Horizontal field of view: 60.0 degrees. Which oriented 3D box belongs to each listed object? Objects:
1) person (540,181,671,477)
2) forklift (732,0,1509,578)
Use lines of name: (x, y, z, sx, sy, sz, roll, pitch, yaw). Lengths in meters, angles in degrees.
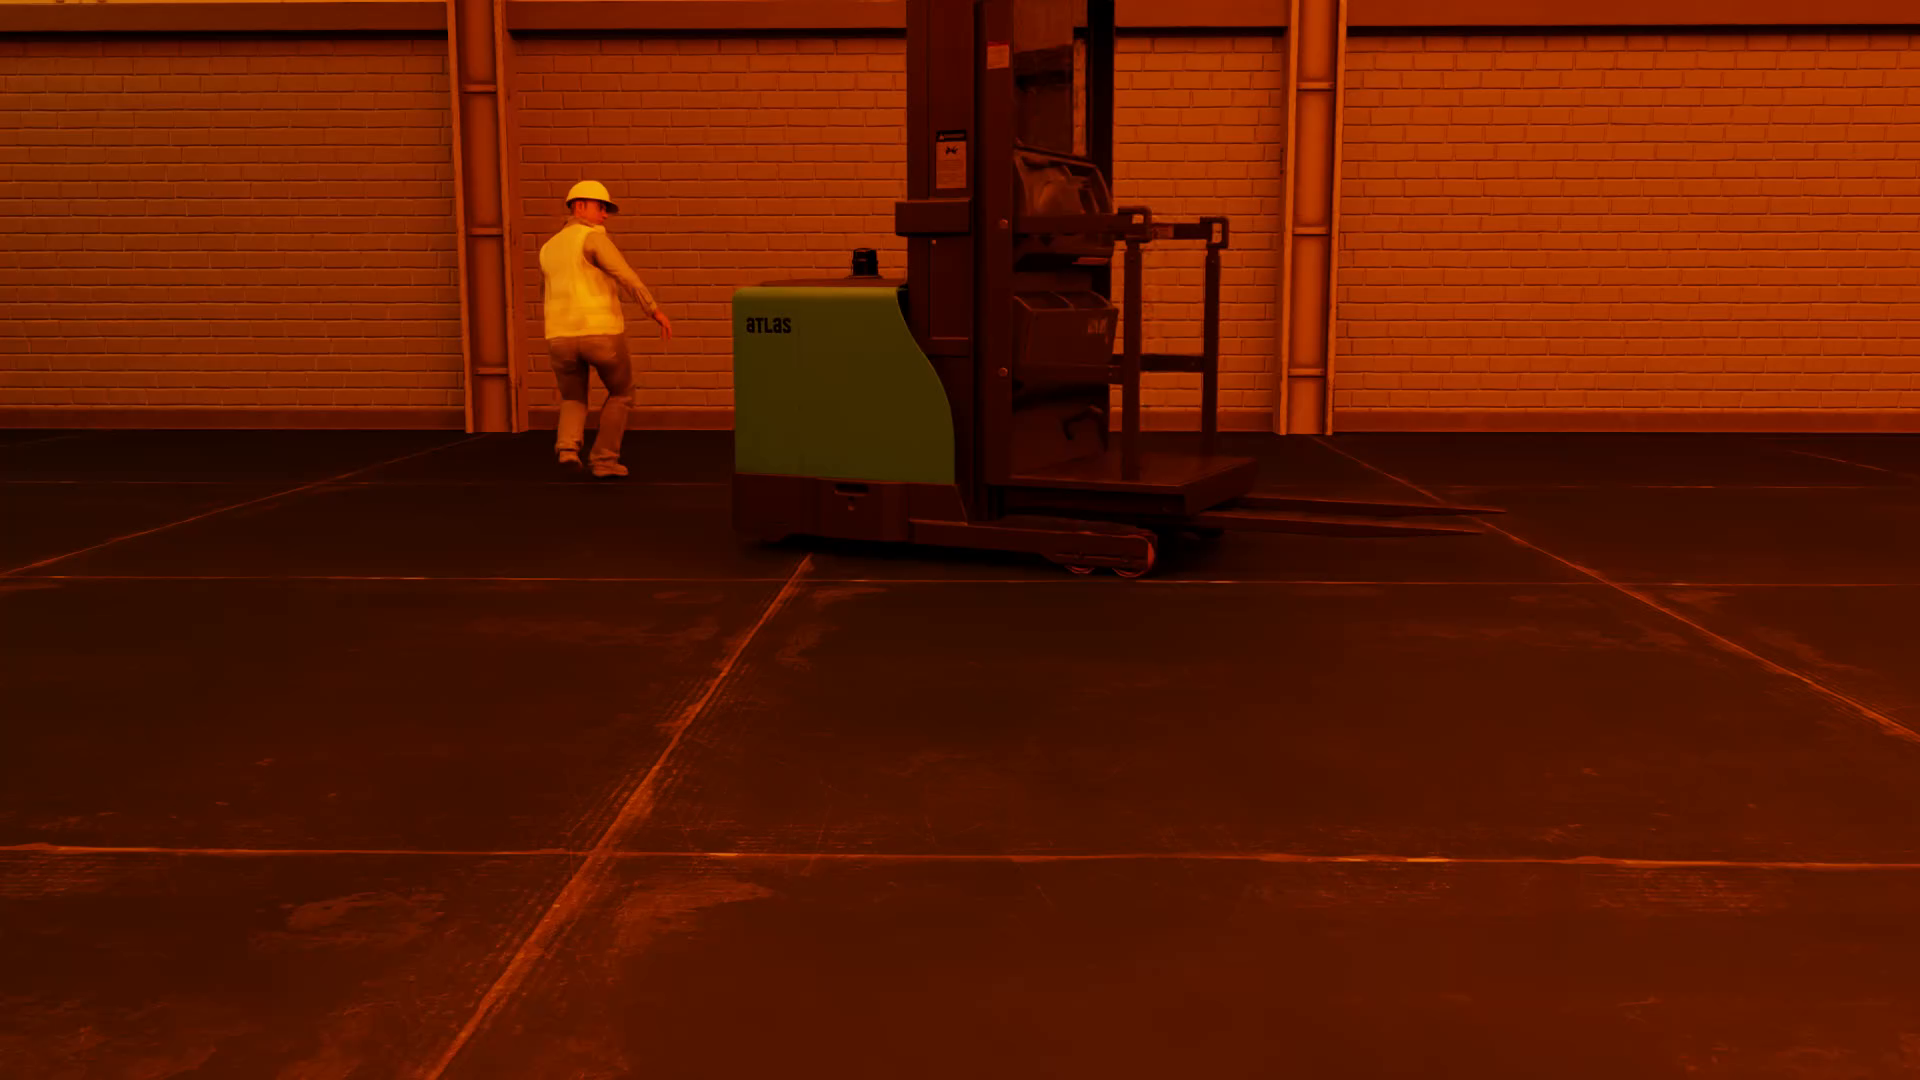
person: (-1.985, -1.165, 9.289, 0.835, 1.651, 0.782, 3, 9, 18)
forklift: (0.605, -1.397, 6.567, 3.031, 2.935, 1.130, 4, 10, 25)
